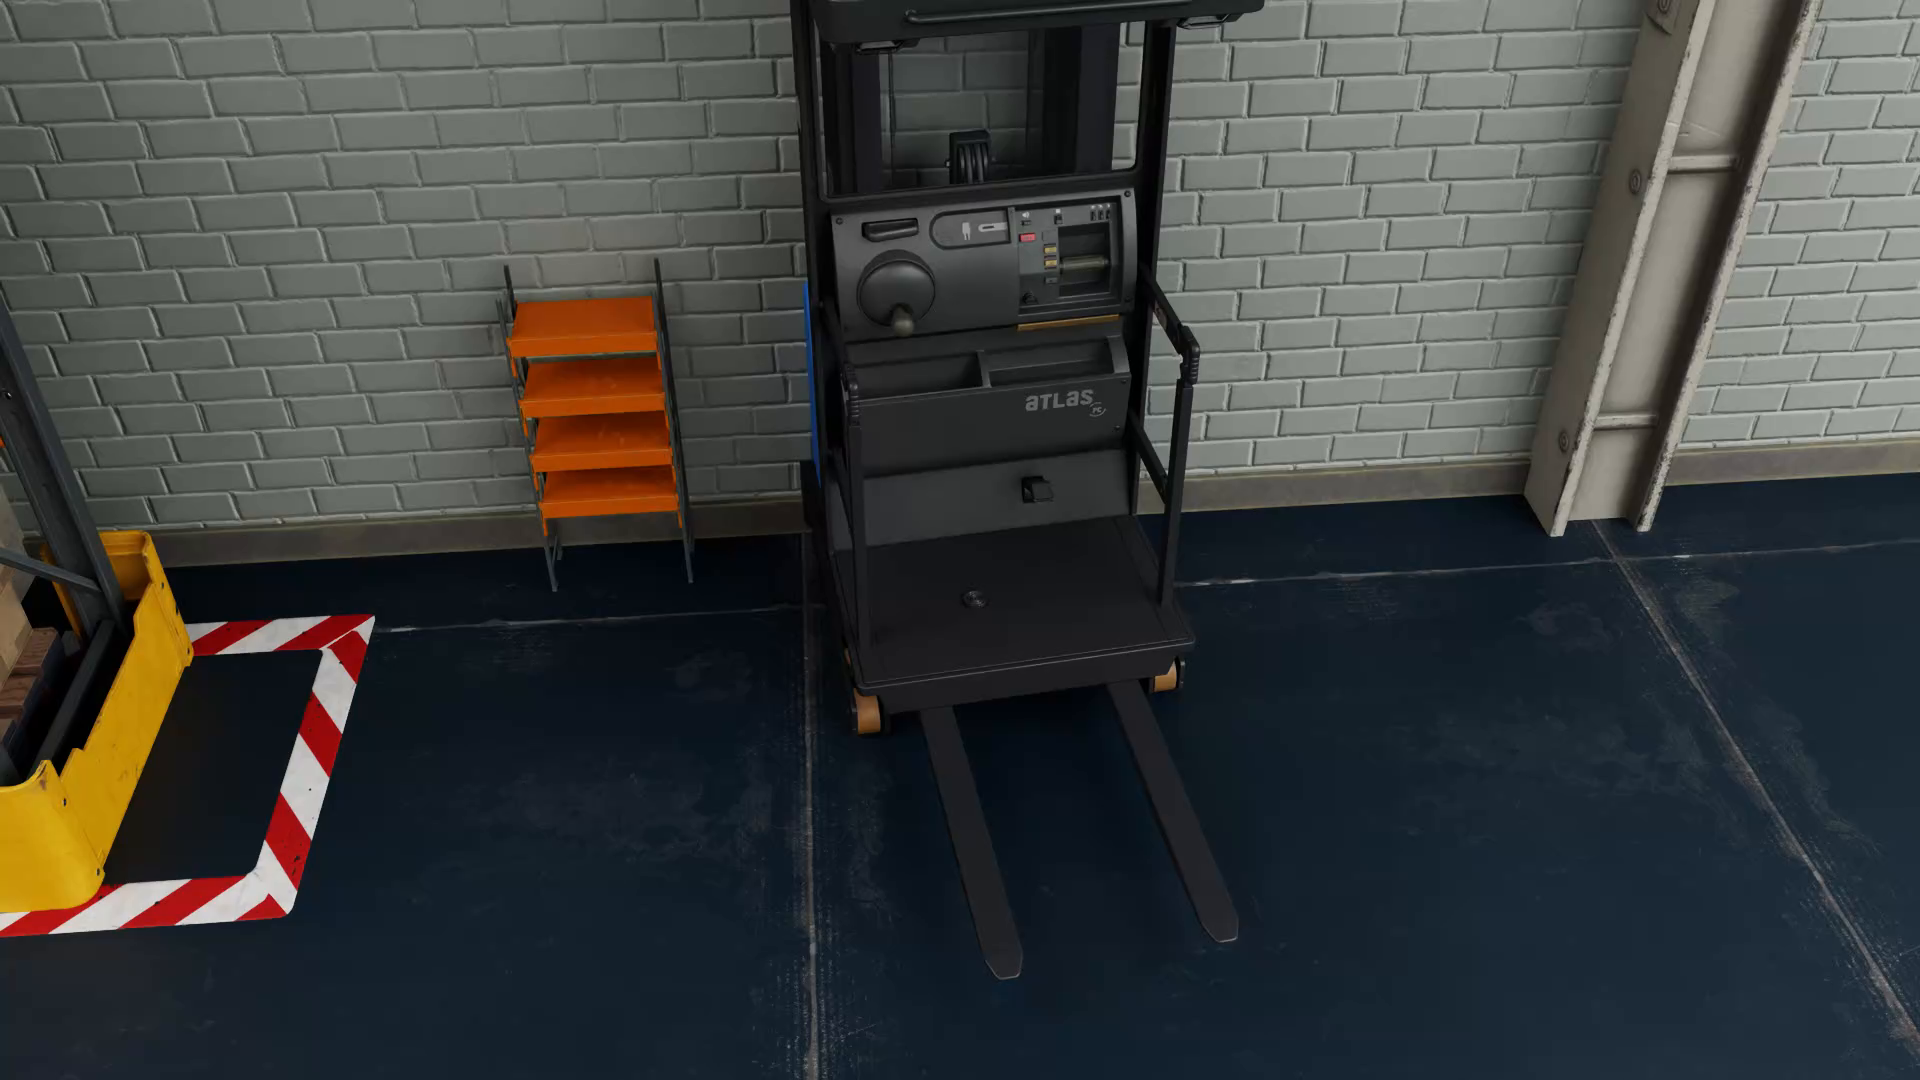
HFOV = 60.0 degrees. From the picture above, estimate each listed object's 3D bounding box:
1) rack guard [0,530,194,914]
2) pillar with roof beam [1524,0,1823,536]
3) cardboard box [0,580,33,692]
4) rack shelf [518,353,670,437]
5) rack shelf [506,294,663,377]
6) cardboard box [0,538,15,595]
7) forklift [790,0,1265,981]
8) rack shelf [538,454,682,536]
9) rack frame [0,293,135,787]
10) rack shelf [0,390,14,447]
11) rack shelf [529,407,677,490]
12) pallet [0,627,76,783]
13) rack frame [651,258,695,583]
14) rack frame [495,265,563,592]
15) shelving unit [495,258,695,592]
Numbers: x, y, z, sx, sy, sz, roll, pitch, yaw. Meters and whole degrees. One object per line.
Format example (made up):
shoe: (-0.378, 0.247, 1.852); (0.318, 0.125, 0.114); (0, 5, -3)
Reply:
rack guard: (-2.774, 0.530, 5.175); (0.348, 0.500, 1.175); (-3, 38, -4)
pillar with roof beam: (2.786, -0.996, 0.248); (0.400, 9.000, 9.100); (-3, 38, -4)
cardboard box: (-3.305, 0.371, 5.239); (0.500, 0.250, 0.500); (-3, 38, -4)
rack shelf: (-1.234, -0.495, 5.656); (0.480, 0.148, 0.258); (-4, 38, -5)
rack shelf: (-1.234, -0.681, 5.510); (0.480, 0.148, 0.258); (-4, 38, -5)
cardboard box: (-3.285, 0.166, 5.095); (0.500, 0.250, 0.500); (-2, 38, -3)
forklift: (0.125, -0.769, 4.858); (1.130, 2.935, 3.031); (-7, 39, -9)
rack shelf: (-1.234, -0.164, 5.918); (0.480, 0.148, 0.258); (-4, 38, -5)
rack frame: (-2.798, -0.450, 4.399); (0.127, 3.000, 1.000); (-3, 38, -4)
rack shelf: (-4.791, -0.058, 4.482); (4.000, 0.370, 1.077); (-3, 38, -4)
rack shelf: (-1.234, -0.320, 5.795); (0.480, 0.148, 0.258); (-4, 38, -5)
pallet: (-3.556, 0.713, 5.176); (1.213, 0.211, 1.003); (-3, 38, -4)
rack frame: (-0.991, -0.388, 5.773); (0.015, 1.200, 0.240); (-4, 38, -5)
rack frame: (-1.477, -0.357, 5.734); (0.015, 1.200, 0.240); (-4, 38, -5)
shelving unit: (-1.234, -0.372, 5.753); (0.503, 1.200, 0.258); (-4, 38, -5)
